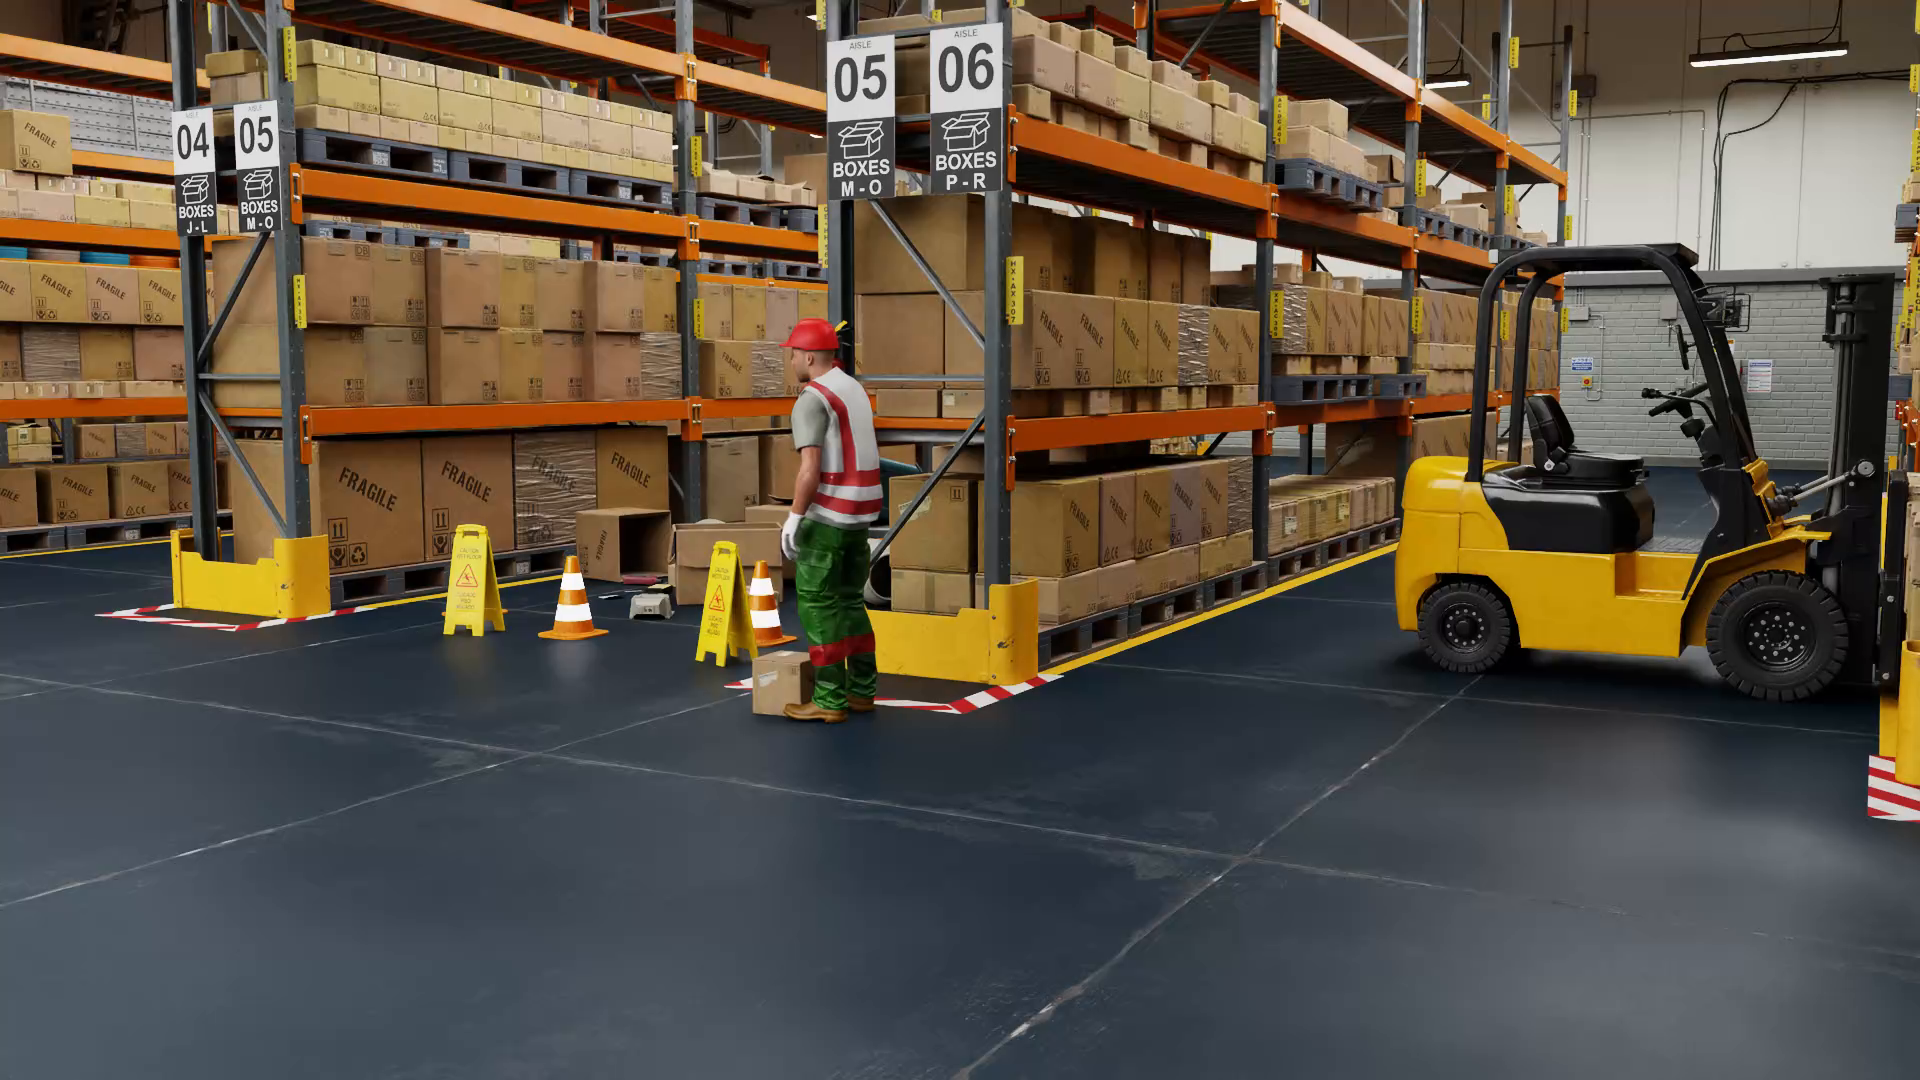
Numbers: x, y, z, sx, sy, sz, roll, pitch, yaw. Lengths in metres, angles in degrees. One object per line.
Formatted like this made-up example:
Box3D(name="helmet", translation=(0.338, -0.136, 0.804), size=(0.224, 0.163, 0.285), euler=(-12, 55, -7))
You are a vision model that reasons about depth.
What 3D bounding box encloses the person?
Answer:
Box3D(name="person", translation=(-0.584, -0.092, 7.396), size=(0.446, 1.780, 0.623), euler=(3, 7, 26))
